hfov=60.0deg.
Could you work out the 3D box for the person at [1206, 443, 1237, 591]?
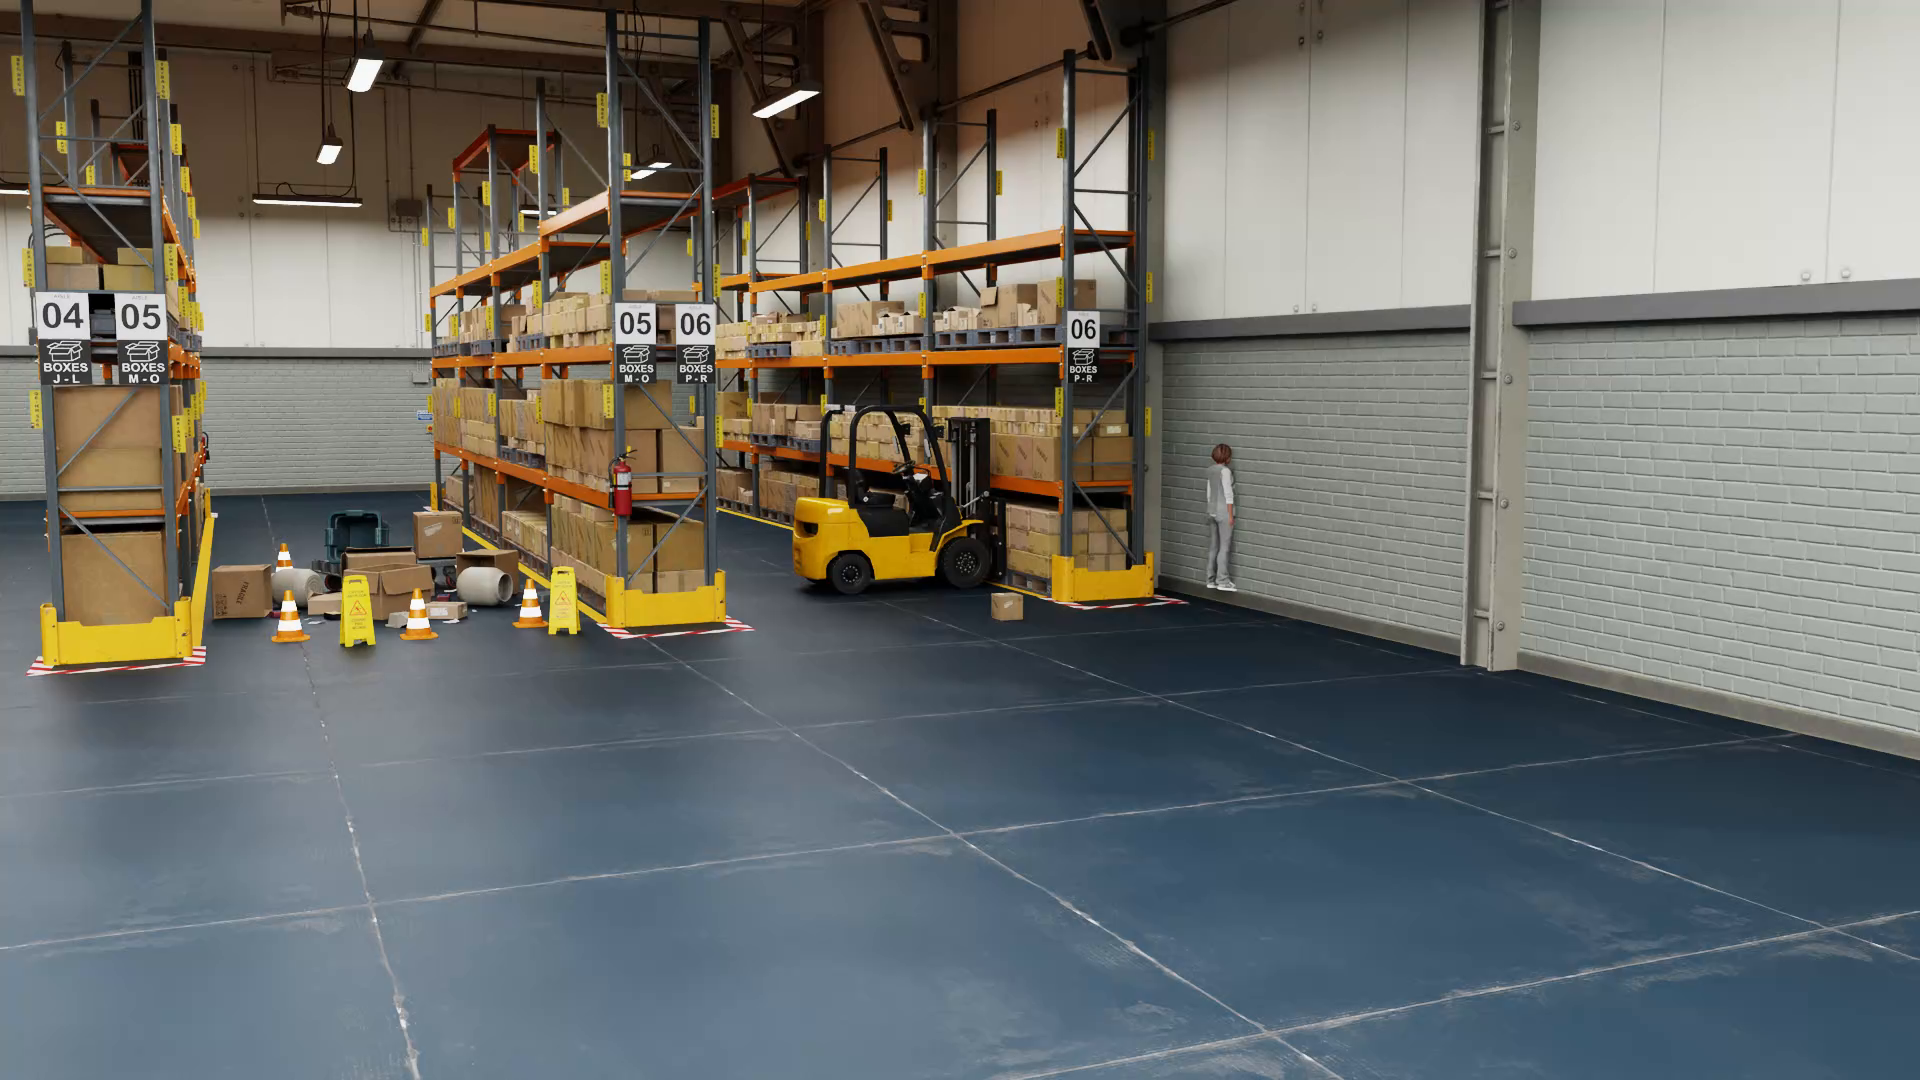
[{"bbox_3d":[2.870,-0.248,18.212,0.309,1.588,0.407,-3,6,-25],"label":"person"}]
